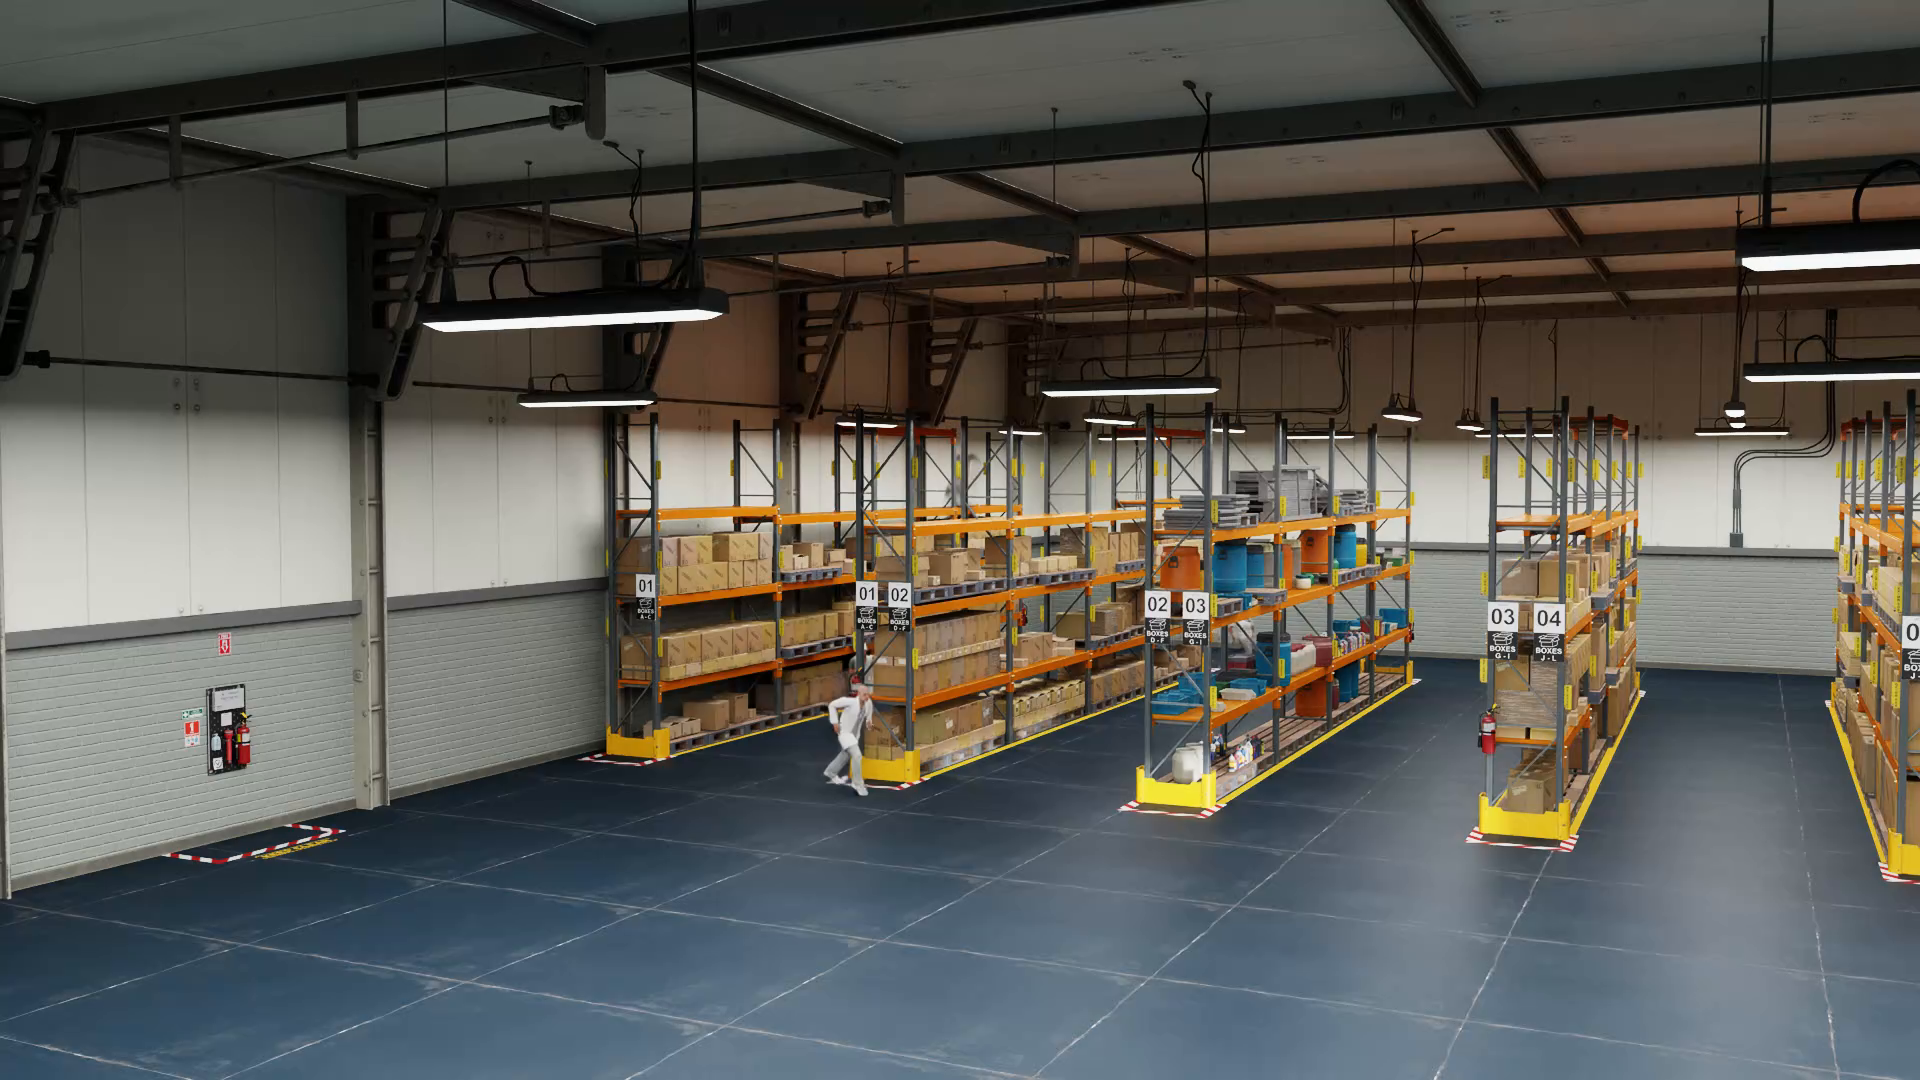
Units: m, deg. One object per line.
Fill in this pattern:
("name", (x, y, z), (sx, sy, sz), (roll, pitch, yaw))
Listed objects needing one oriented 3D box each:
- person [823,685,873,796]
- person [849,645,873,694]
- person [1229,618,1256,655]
("person", (-1.778, 3.095, 25.888), (0.753, 1.744, 1.057), (-2, 3, -44))
("person", (-1.817, 2.823, 31.932), (0.655, 1.716, 0.837), (0, 2, 7))
("person", (7.043, 2.444, 41.078), (0.632, 1.689, 0.599), (-1, 3, -23))
